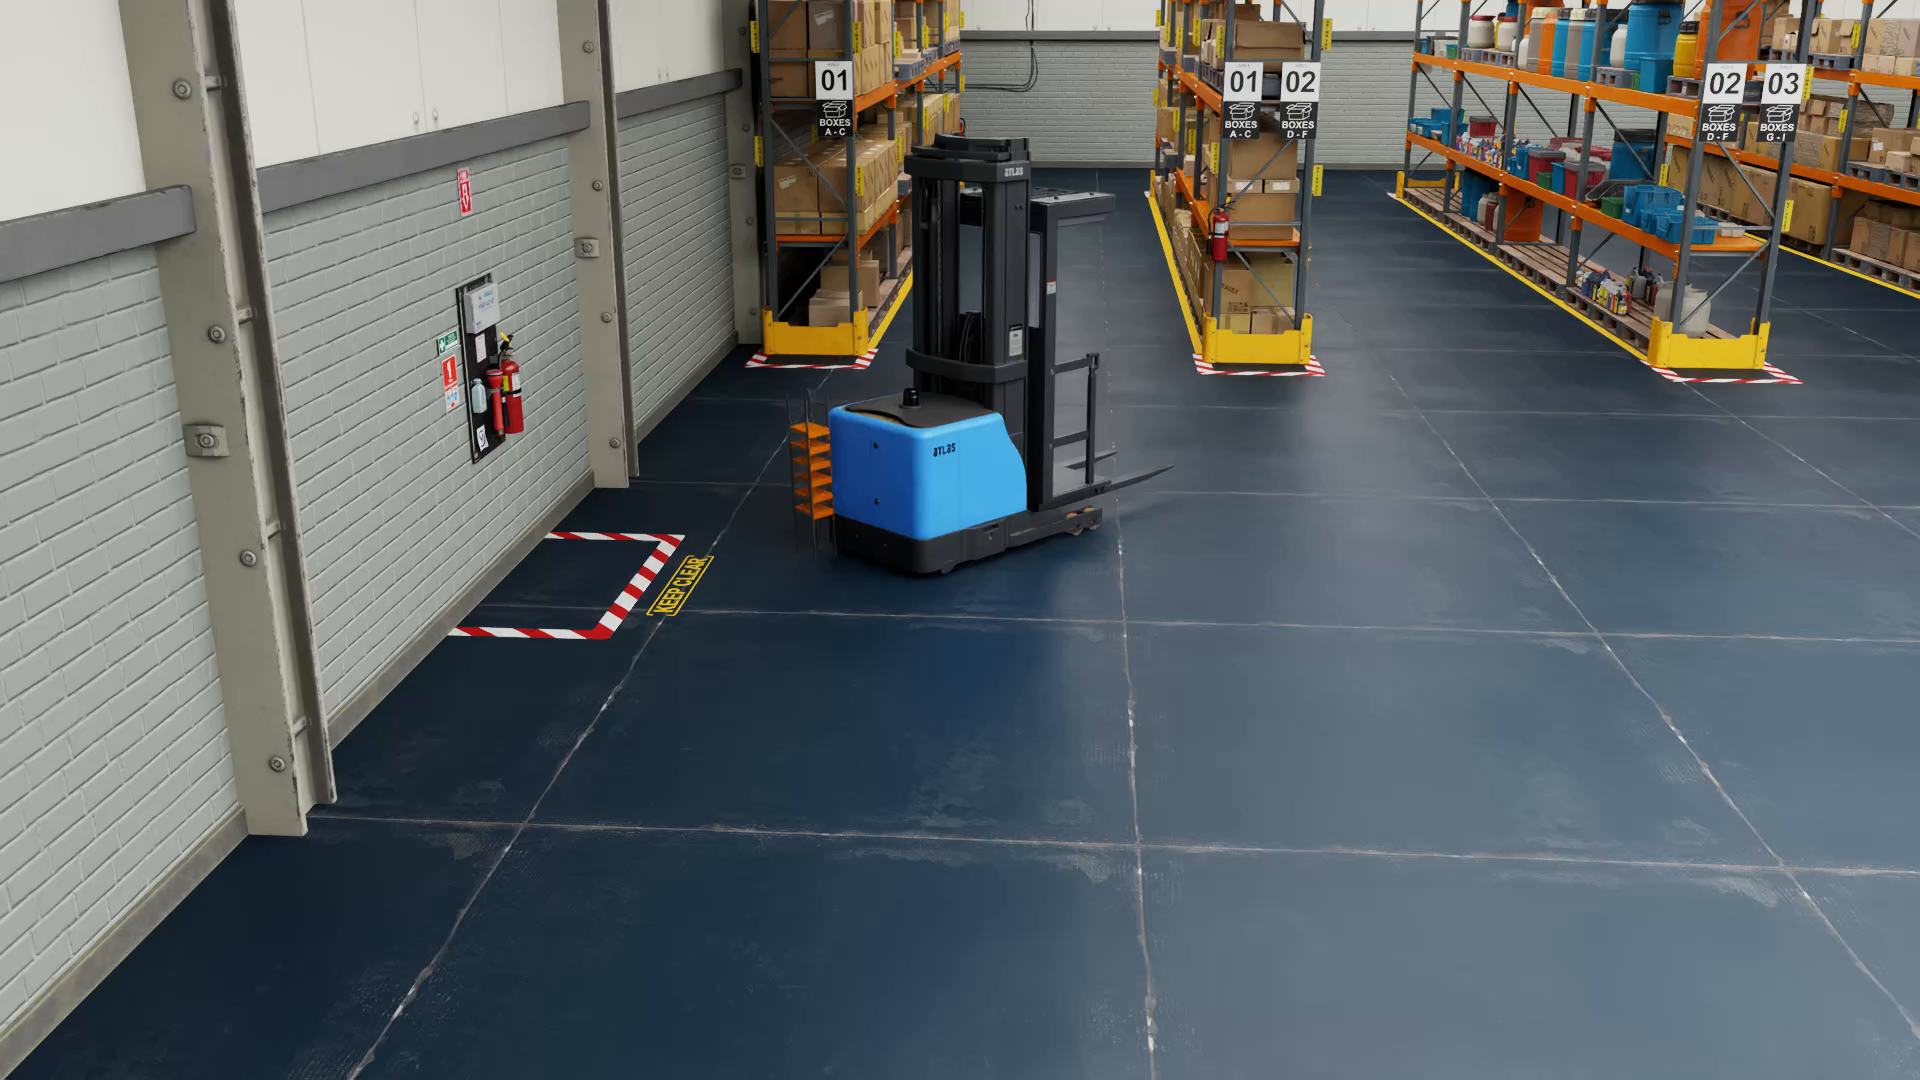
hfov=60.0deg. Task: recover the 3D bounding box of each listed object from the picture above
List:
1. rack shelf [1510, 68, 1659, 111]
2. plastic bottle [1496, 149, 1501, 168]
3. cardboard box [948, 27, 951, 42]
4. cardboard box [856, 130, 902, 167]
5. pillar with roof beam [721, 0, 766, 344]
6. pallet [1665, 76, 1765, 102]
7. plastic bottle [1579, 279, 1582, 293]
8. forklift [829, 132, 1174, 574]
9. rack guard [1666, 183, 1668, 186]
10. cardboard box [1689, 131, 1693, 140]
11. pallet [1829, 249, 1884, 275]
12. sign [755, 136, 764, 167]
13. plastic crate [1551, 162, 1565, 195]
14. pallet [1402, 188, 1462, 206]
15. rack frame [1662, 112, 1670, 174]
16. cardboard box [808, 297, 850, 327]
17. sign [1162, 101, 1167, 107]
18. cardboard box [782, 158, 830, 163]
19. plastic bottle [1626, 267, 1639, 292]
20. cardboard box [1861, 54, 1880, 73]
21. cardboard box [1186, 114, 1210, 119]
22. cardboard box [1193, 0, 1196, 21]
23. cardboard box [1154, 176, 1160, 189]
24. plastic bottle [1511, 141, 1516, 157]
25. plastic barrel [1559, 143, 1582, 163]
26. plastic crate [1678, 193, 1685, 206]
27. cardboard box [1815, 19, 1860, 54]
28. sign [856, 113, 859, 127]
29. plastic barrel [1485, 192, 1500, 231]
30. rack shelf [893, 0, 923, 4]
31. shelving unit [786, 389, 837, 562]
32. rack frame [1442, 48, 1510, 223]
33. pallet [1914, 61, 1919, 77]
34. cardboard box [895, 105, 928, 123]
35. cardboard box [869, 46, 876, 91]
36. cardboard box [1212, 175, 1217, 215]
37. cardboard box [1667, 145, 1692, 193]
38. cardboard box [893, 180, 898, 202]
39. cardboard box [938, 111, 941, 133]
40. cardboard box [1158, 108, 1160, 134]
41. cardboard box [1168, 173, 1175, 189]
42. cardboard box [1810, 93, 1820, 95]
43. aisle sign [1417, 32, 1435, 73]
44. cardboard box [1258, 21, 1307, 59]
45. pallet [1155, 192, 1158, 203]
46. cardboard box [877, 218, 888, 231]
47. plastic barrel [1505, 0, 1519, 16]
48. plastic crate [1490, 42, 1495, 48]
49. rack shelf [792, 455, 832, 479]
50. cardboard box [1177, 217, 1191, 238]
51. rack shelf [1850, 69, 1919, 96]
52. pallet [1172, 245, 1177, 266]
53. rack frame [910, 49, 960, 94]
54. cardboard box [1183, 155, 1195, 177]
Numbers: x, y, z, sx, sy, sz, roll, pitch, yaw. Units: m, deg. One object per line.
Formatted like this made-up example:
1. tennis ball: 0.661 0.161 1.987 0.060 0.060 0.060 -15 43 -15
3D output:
1. rack shelf: 8.664 -6.273 23.089 1.077 0.370 4.000 1 18 4
2. plastic bottle: 8.428 -5.962 25.989 0.061 0.283 0.133 1 18 4
3. cardboard box: -0.424 -9.242 30.401 0.500 0.250 0.500 1 18 3
4. cardboard box: -1.227 -5.582 23.775 0.700 0.500 0.500 4 19 11
5. pillar with roof beam: 1.834 -6.539 17.927 9.100 9.000 0.400 1 18 4
6. pallet: 8.391 -4.917 18.097 1.003 0.211 1.213 1 18 4
7. plastic bottle: 8.046 -3.296 21.451 0.097 0.201 0.097 0 18 0
8. forklift: 0.444 -1.530 12.387 3.031 2.935 1.130 -17 25 -42
9. rack guard: 14.323 -7.005 32.997 1.175 0.500 0.348 1 18 4
10. cardboard box: 13.877 -7.563 31.092 0.380 0.149 0.250 1 18 3
11. pallet: 13.690 -4.133 24.696 1.003 0.211 1.213 1 18 4
12. sign: -2.199 -4.267 18.260 0.100 0.325 0.005 1 18 4
13. plastic crate: 8.290 -4.911 22.618 0.392 0.384 0.575 1 18 4
14. pallet: 9.283 -6.715 32.578 1.003 0.211 1.213 1 18 4
15. rack frame: 14.321 -8.185 32.585 1.000 3.000 0.127 1 18 4
16. cardboard box: -1.508 -2.692 19.432 0.500 0.311 0.500 -1 18 -2
17. sign: 3.612 -7.586 29.367 0.100 0.325 0.005 1 18 4
18. cardboard box: -1.780 -4.149 19.273 0.500 0.500 0.500 2 18 5
19. plastic bottle: 8.618 -3.316 21.272 0.144 0.351 0.185 1 18 4
20. cardboard box: 13.460 -6.914 24.131 0.500 0.250 0.500 2 18 5
21. cardboard box: 4.056 -6.648 27.059 0.700 0.500 0.500 5 19 14
22. cardboard box: 3.978 -8.323 26.423 0.500 0.500 0.500 1 18 4
23. cardboard box: 4.083 -6.992 32.653 0.500 0.250 0.500 1 18 4
24. plastic bottle: 9.174 -6.476 27.575 0.097 0.271 0.097 0 18 0
25. plastic barrel: 8.947 -5.540 24.333 0.421 0.512 0.421 0 18 0
26. plastic crate: 8.712 -4.148 20.504 0.499 0.251 0.616 1 18 4
27. cardboard box: 13.694 -7.834 25.862 0.500 0.500 0.500 2 18 7
28. sign: -1.628 -6.594 25.869 0.100 0.325 0.005 1 18 4
29. plastic barrel: 8.907 -5.368 27.185 0.600 0.588 0.708 1 18 4
30. rack shelf: -1.217 -7.730 23.359 1.077 0.370 4.000 1 18 4
31. shelving unit: -1.062 -0.460 11.890 0.189 1.200 0.258 -18 25 -38
32. rack frame: 9.094 -7.053 29.131 1.000 3.000 0.127 1 18 4
33. pallet: 13.683 -6.306 22.335 1.213 0.211 1.003 1 18 4
34. cardboard box: -0.782 -6.731 26.273 0.500 0.250 0.500 2 18 5
35. cardboard box: -1.267 -5.456 19.245 0.500 0.500 0.500 2 18 6
36. cardboard box: 3.484 -4.270 20.477 0.700 0.500 0.500 2 18 5
37. cardboard box: 14.355 -7.174 32.239 0.875 0.875 0.875 1 18 4
38. cardboard box: -1.092 -4.574 21.774 0.500 0.250 0.500 1 18 4
39. cardboard box: -0.595 -7.165 28.802 0.500 0.500 0.500 1 18 4
40. cardboard box: 4.076 -8.007 31.881 0.500 0.500 0.500 1 18 4
41. cardboard box: 3.805 -6.087 28.287 0.500 0.250 0.500 1 18 4
42. cardboard box: 13.997 -7.268 28.016 0.797 0.503 0.637 1 18 2
43. aisle sign: 9.090 -9.560 32.606 0.394 0.787 0.004 1 18 4
44. cardboard box: 3.686 -5.687 19.084 0.500 0.500 0.500 1 18 4
45. pallet: 4.379 -6.811 32.870 1.003 0.211 1.213 1 18 4
46. cardboard box: -1.296 -4.533 23.544 0.500 0.250 0.500 1 18 3
47. plastic barrel: 9.125 -8.383 26.893 0.600 0.901 0.708 1 18 4
48. plastic crate: 9.457 -8.796 29.843 0.497 0.269 0.590 1 18 4
49. rack shelf: -1.064 -0.531 11.865 0.180 0.103 0.258 -18 25 -38
50. cardboard box: 3.469 -4.604 24.498 0.500 0.311 0.500 1 18 2
51. rack shelf: 13.605 -6.163 22.752 1.077 0.370 4.000 1 18 4
52. pallet: 3.769 -4.343 25.338 1.003 0.211 1.213 1 18 4
53. rack frame: -0.500 -8.517 33.598 1.000 3.000 0.127 1 18 4
54. cardboard box: 3.610 -5.607 24.860 0.500 0.311 0.500 1 18 3
